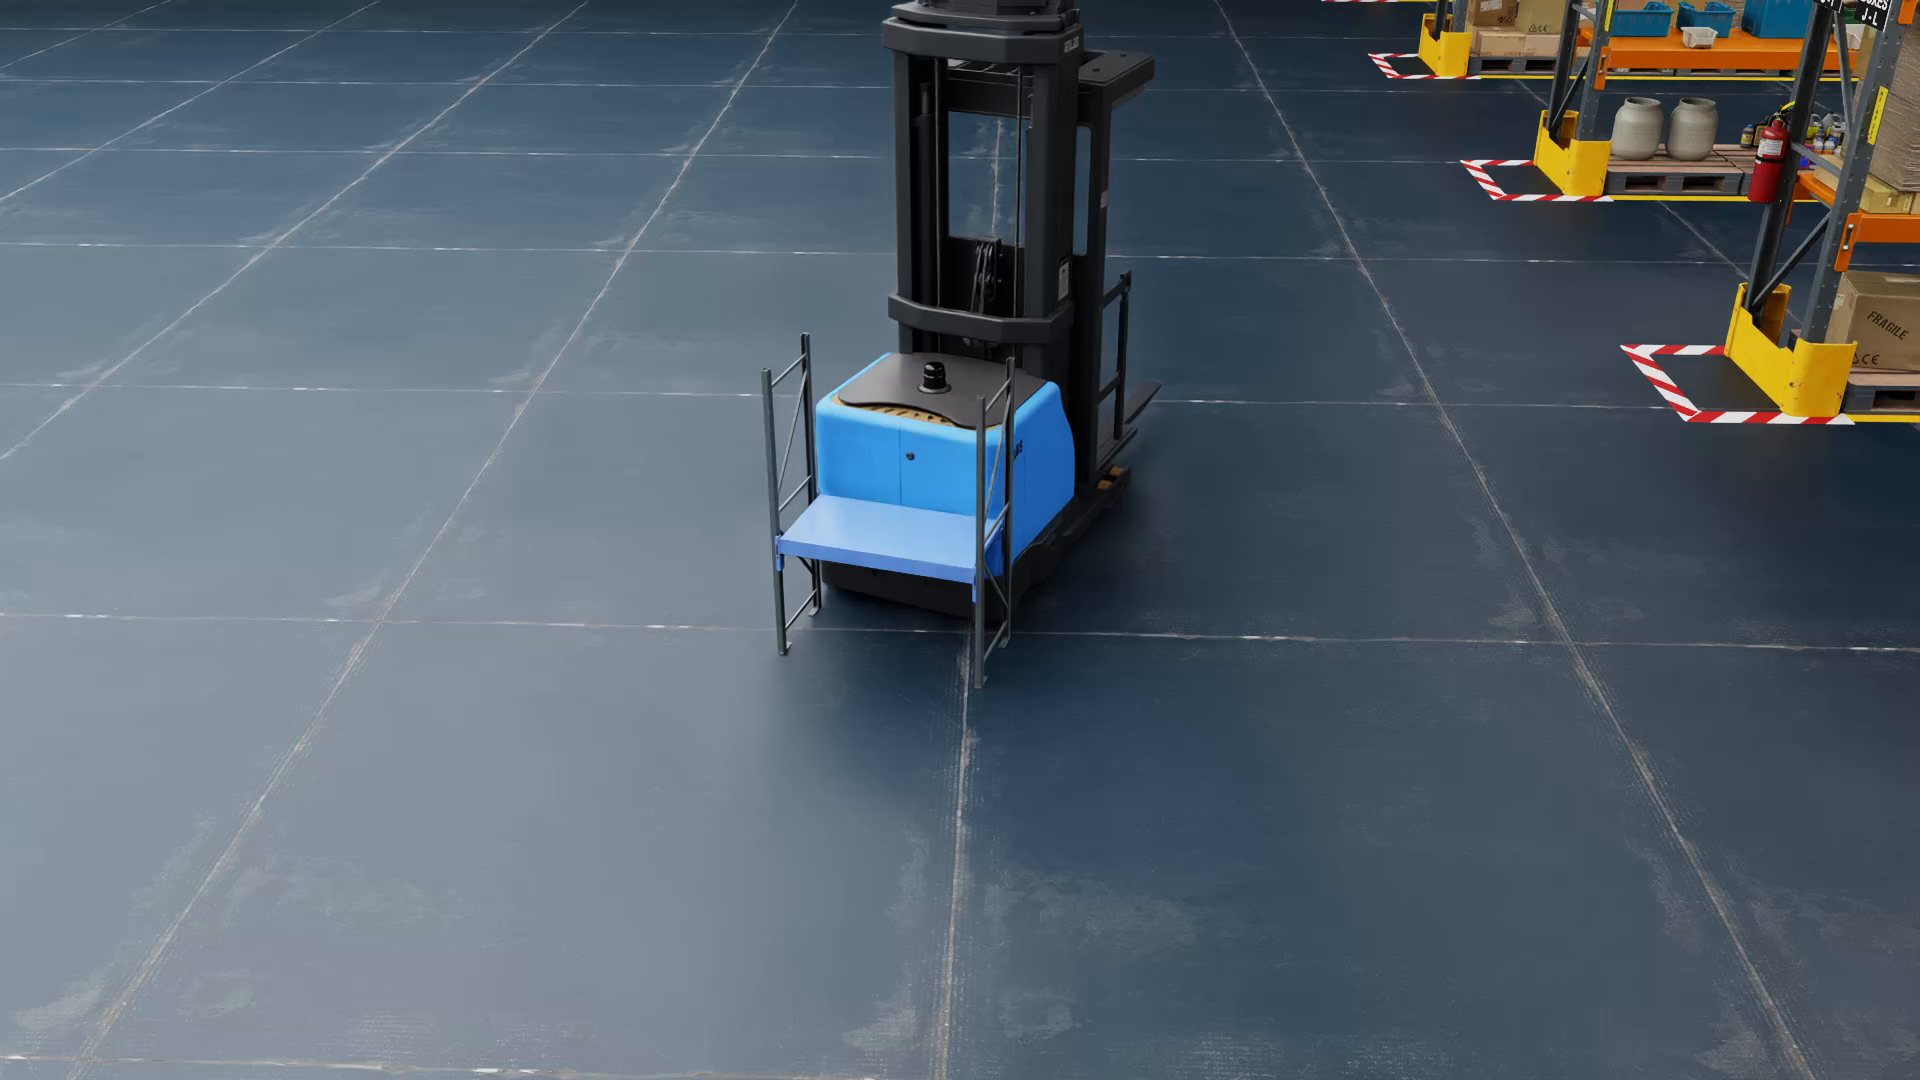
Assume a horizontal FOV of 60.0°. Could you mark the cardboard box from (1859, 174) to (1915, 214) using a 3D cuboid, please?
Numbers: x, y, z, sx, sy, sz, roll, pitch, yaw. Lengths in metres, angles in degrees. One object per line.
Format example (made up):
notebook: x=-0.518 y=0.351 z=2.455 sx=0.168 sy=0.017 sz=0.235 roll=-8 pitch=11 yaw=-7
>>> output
cardboard box: x=5.744 y=-2.167 z=10.403 sx=0.250 sy=0.149 sz=0.380 roll=1 pitch=28 yaw=2

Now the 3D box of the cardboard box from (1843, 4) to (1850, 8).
cardboard box: x=10.233 y=-6.311 z=19.841 sx=0.500 sy=0.311 sz=0.500 roll=1 pitch=28 yaw=2

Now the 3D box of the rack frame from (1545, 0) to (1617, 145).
rack frame: x=5.643 y=-4.712 z=14.937 sx=0.127 sy=3.000 sz=1.000 roll=1 pitch=28 yaw=2

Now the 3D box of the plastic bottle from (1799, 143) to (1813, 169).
plastic bottle: x=7.669 y=-3.518 z=15.115 sx=0.133 sy=0.283 sz=0.061 roll=1 pitch=28 yaw=3

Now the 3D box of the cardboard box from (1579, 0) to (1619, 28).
cardboard box: x=7.349 y=-6.210 z=19.449 sx=0.500 sy=0.500 sz=0.500 roll=1 pitch=28 yaw=2

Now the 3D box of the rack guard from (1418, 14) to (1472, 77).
rack guard: x=5.797 y=-5.927 z=19.897 sx=0.348 sy=0.500 sz=1.175 roll=1 pitch=28 yaw=2

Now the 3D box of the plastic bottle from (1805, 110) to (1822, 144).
plastic bottle: x=8.049 y=-3.891 z=15.746 sx=0.185 sy=0.351 sz=0.144 roll=2 pitch=28 yaw=4

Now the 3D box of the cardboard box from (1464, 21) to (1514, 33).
cardboard box: x=6.367 y=-6.131 z=20.100 sx=0.500 sy=0.250 sz=0.500 roll=1 pitch=28 yaw=2

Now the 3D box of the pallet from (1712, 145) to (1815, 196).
pallet: x=7.748 y=-3.464 z=15.559 sx=1.213 sy=0.211 sz=1.003 roll=1 pitch=28 yaw=2

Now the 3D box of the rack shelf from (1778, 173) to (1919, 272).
rack shelf: x=7.466 y=-2.043 z=10.670 sx=4.000 sy=0.370 sz=1.077 roll=1 pitch=28 yaw=2

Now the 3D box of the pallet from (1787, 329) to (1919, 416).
pallet: x=6.354 y=-1.131 z=11.158 sx=1.213 sy=0.211 sz=1.003 roll=1 pitch=28 yaw=2

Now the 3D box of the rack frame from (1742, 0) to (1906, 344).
rack frame: x=5.468 y=-2.394 z=10.563 sx=0.127 sy=3.000 sz=1.000 roll=1 pitch=28 yaw=2

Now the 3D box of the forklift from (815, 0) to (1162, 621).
forklift: x=0.352 y=-1.552 z=9.049 sx=1.130 sy=2.935 sz=3.031 roll=13 pitch=30 yaw=22

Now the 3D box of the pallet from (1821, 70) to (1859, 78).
pallet: x=10.556 y=-5.739 z=19.850 sx=1.213 sy=0.211 sz=1.003 roll=1 pitch=28 yaw=2

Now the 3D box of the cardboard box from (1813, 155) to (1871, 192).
cardboard box: x=5.760 y=-2.375 z=10.796 sx=0.250 sy=0.149 sz=0.380 roll=1 pitch=28 yaw=2

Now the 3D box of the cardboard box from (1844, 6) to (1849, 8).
cardboard box: x=10.223 y=-6.060 z=19.367 sx=0.500 sy=0.311 sz=0.500 roll=1 pitch=28 yaw=2

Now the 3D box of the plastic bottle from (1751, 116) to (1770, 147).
plastic bottle: x=7.611 y=-3.888 z=15.812 sx=0.133 sy=0.283 sz=0.061 roll=2 pitch=28 yaw=3

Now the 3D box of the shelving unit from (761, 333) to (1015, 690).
shelving unit: x=-0.322 y=-0.137 z=7.907 sx=1.048 sy=1.500 sz=0.538 roll=9 pitch=29 yaw=16

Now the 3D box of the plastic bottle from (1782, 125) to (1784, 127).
plastic bottle: x=7.741 y=-3.815 z=15.674 sx=0.133 sy=0.283 sz=0.061 roll=1 pitch=28 yaw=2

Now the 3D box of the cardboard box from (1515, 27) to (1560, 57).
cardboard box: x=6.849 y=-5.882 z=19.631 sx=0.500 sy=0.250 sz=0.500 roll=1 pitch=28 yaw=2

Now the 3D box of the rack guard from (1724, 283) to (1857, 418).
rack guard: x=5.544 y=-1.288 z=11.147 sx=0.348 sy=0.500 sz=1.175 roll=1 pitch=28 yaw=2

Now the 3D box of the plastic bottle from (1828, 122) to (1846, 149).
plastic bottle: x=8.254 y=-3.785 z=15.626 sx=0.135 sy=0.276 sz=0.152 roll=1 pitch=28 yaw=2

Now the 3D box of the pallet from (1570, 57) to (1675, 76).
pallet: x=7.803 y=-5.784 z=19.936 sx=1.213 sy=0.211 sz=1.003 roll=1 pitch=28 yaw=2

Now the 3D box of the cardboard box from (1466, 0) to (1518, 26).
cardboard box: x=6.367 y=-6.463 z=19.926 sx=0.500 sy=0.500 sz=0.500 roll=1 pitch=28 yaw=2

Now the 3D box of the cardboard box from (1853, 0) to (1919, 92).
cardboard box: x=6.026 y=-3.118 z=10.437 sx=0.500 sy=0.500 sz=0.500 roll=1 pitch=28 yaw=2

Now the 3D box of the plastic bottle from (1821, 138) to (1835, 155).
plastic bottle: x=7.886 y=-3.518 z=15.127 sx=0.097 sy=0.271 sz=0.097 roll=0 pitch=28 yaw=0

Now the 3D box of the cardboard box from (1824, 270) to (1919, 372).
cardboard box: x=6.091 y=-1.457 z=11.016 sx=0.500 sy=0.500 sz=0.500 roll=6 pitch=29 yaw=11

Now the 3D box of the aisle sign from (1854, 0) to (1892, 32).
aisle sign: x=5.395 y=-3.403 z=9.692 sx=0.004 sy=0.787 sz=0.394 roll=1 pitch=28 yaw=2

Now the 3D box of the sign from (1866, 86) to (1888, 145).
sign: x=5.449 y=-2.523 z=9.882 sx=0.005 sy=0.325 sz=0.100 roll=1 pitch=28 yaw=2

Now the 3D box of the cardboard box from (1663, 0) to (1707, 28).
cardboard box: x=8.348 y=-6.192 z=19.415 sx=0.500 sy=0.500 sz=0.500 roll=1 pitch=28 yaw=2

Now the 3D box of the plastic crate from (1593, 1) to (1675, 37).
plastic crate: x=6.153 y=-4.778 z=15.220 sx=0.616 sy=0.251 sz=0.499 roll=1 pitch=28 yaw=2

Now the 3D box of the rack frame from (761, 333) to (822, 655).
rack frame: x=-0.806 y=-0.210 z=8.045 sx=0.032 sy=1.500 sz=0.500 roll=9 pitch=29 yaw=16

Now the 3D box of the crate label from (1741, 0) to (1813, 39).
crate label: x=7.491 y=-4.824 z=15.110 sx=0.616 sy=0.435 sz=0.502 roll=1 pitch=28 yaw=2

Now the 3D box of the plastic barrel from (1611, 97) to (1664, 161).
plastic barrel: x=6.303 y=-3.824 z=15.468 sx=0.421 sy=0.512 sz=0.421 roll=0 pitch=28 yaw=0

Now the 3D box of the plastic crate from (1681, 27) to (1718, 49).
plastic crate: x=6.525 y=-4.430 z=14.687 sx=0.250 sy=0.136 sz=0.298 roll=1 pitch=28 yaw=2
